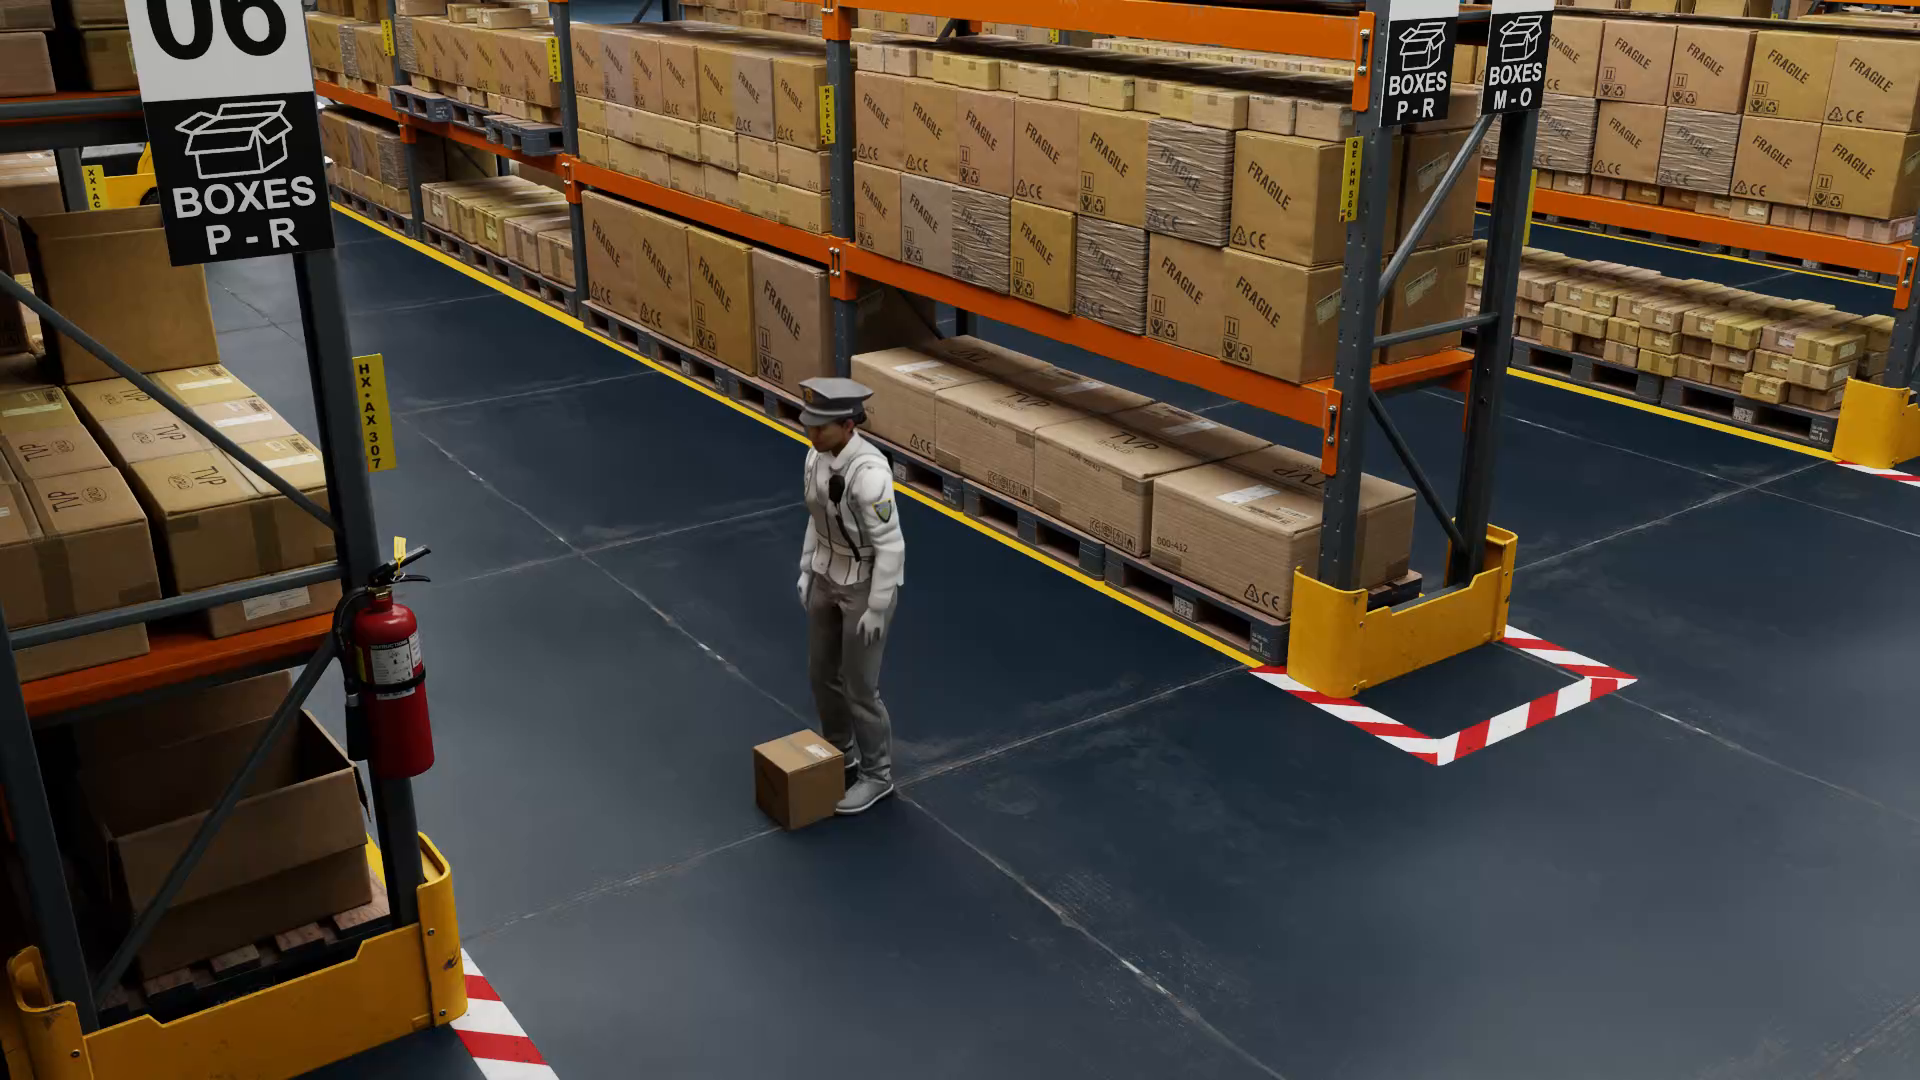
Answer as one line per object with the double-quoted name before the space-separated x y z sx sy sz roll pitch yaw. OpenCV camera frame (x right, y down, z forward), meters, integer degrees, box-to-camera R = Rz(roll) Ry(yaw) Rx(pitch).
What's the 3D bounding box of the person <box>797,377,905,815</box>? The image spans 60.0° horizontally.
"person" -0.414 0.195 6.181 0.369 1.662 0.518 -16 26 -35
